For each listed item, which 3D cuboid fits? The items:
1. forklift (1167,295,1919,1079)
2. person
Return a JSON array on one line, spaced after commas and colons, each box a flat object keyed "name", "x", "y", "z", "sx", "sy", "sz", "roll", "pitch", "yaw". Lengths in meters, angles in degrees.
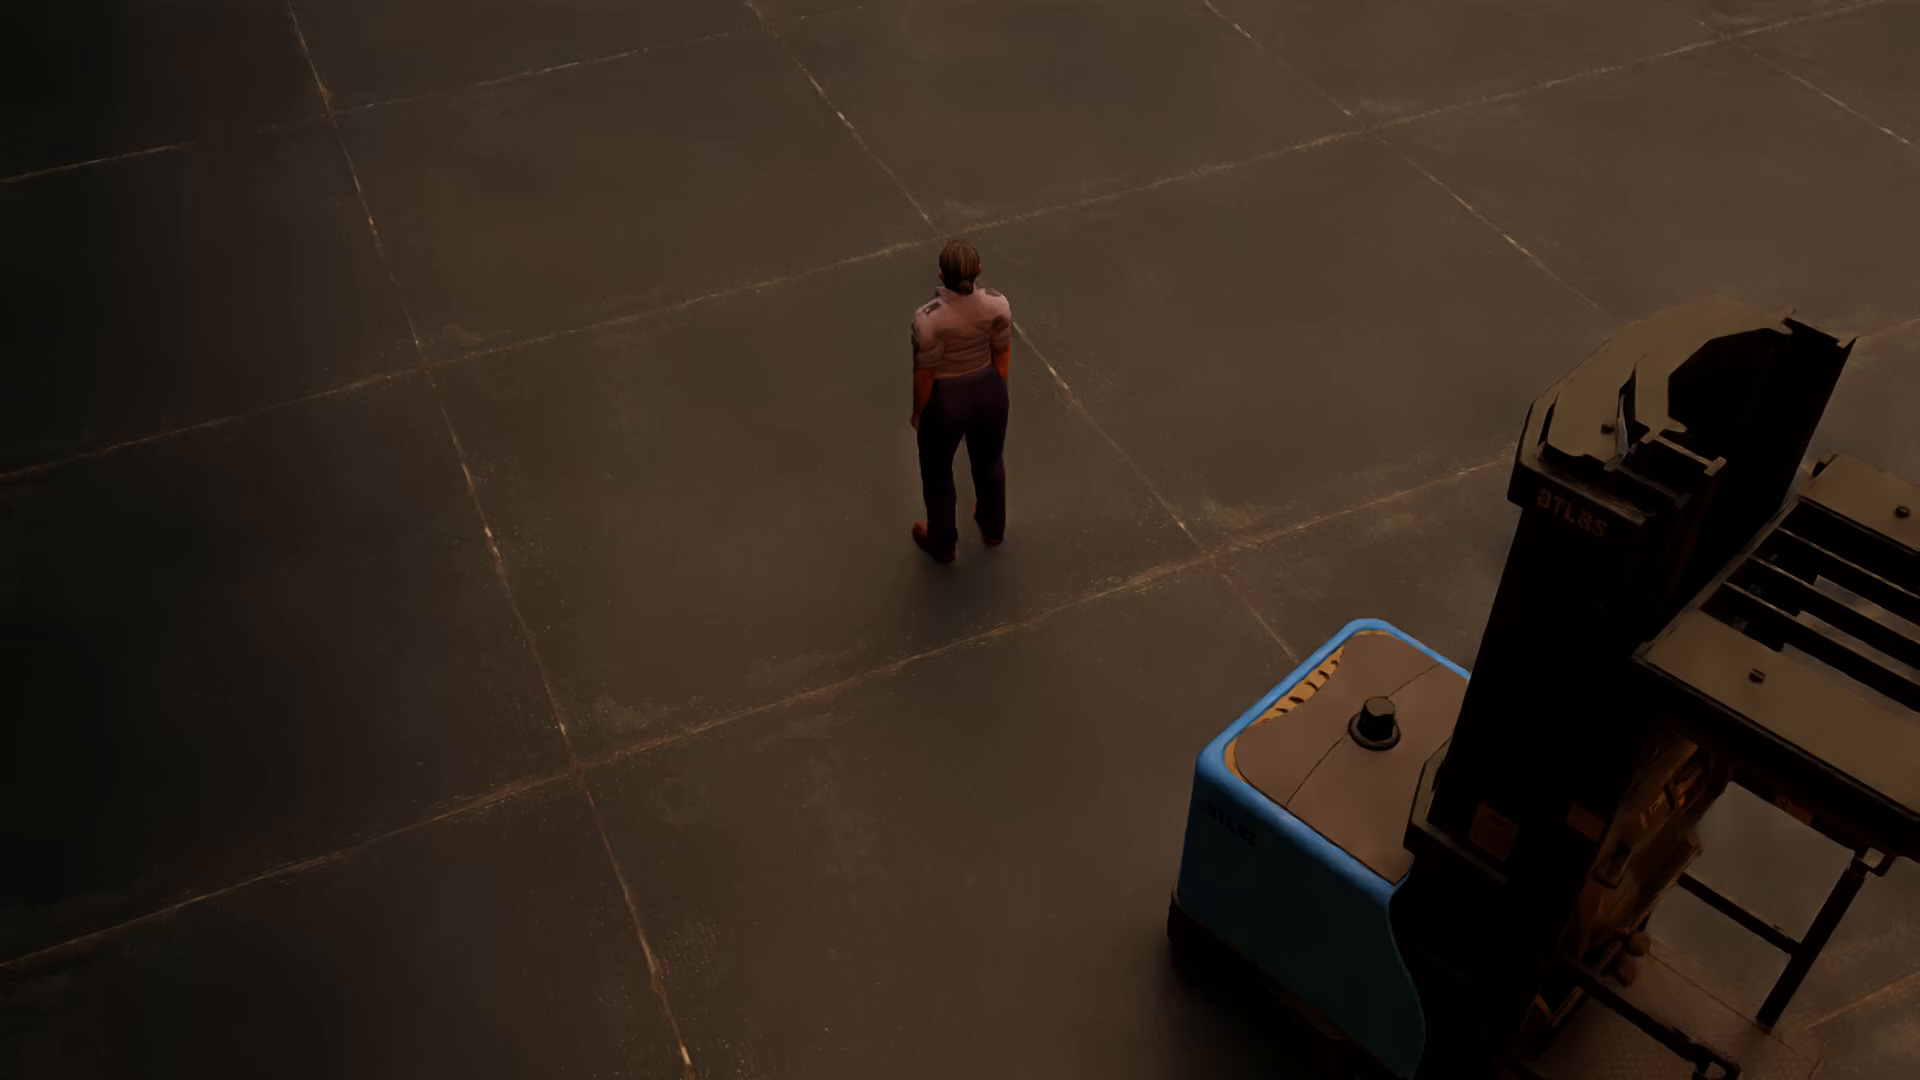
[{"name": "forklift", "x": 2.164, "y": 0.911, "z": 4.704, "sx": 1.130, "sy": 2.935, "sz": 3.031, "roll": -34, "pitch": 53, "yaw": -31}, {"name": "person", "x": 0.001, "y": -0.613, "z": 7.280, "sx": 0.480, "sy": 1.653, "sz": 0.349, "roll": -18, "pitch": 46, "yaw": -18}]
